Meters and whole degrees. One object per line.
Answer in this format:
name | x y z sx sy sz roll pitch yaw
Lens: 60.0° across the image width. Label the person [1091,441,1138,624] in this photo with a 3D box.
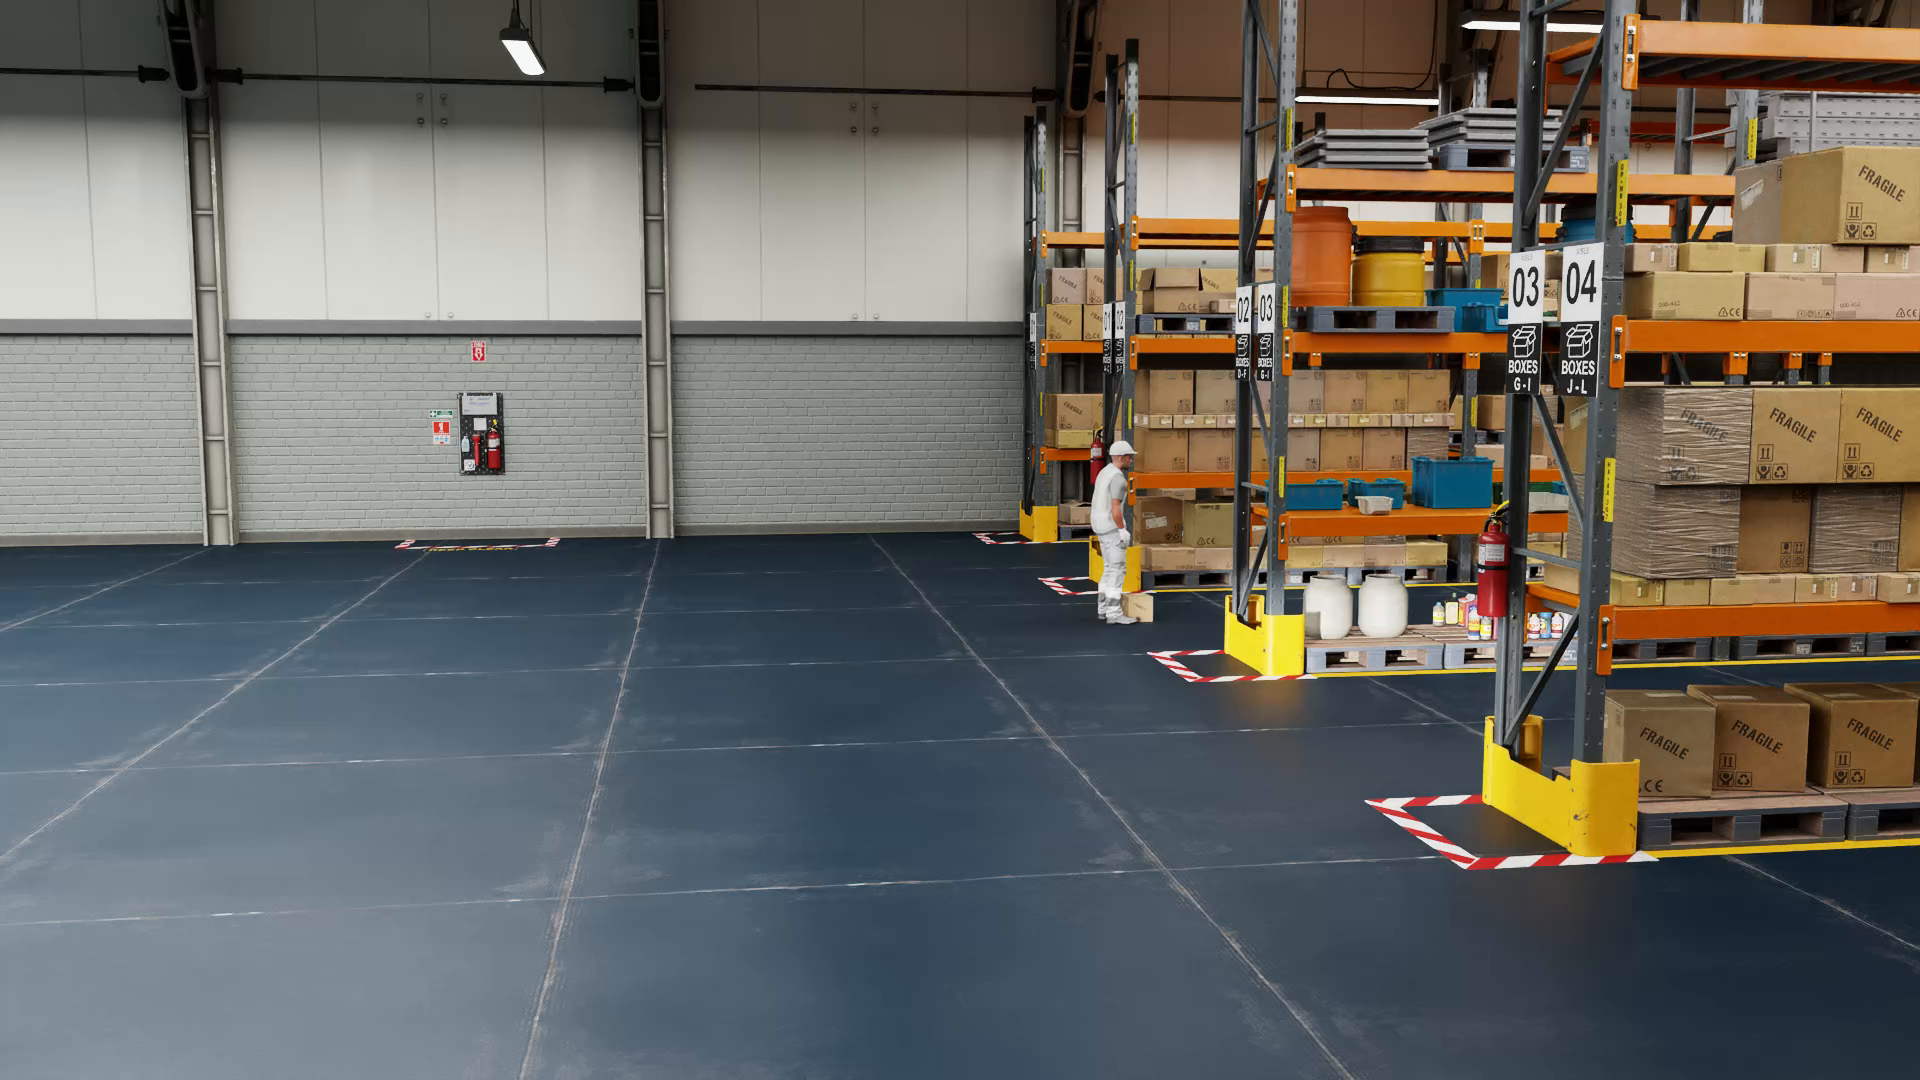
person | 1.530 -0.084 16.385 0.448 1.780 0.608 -1 6 -8
